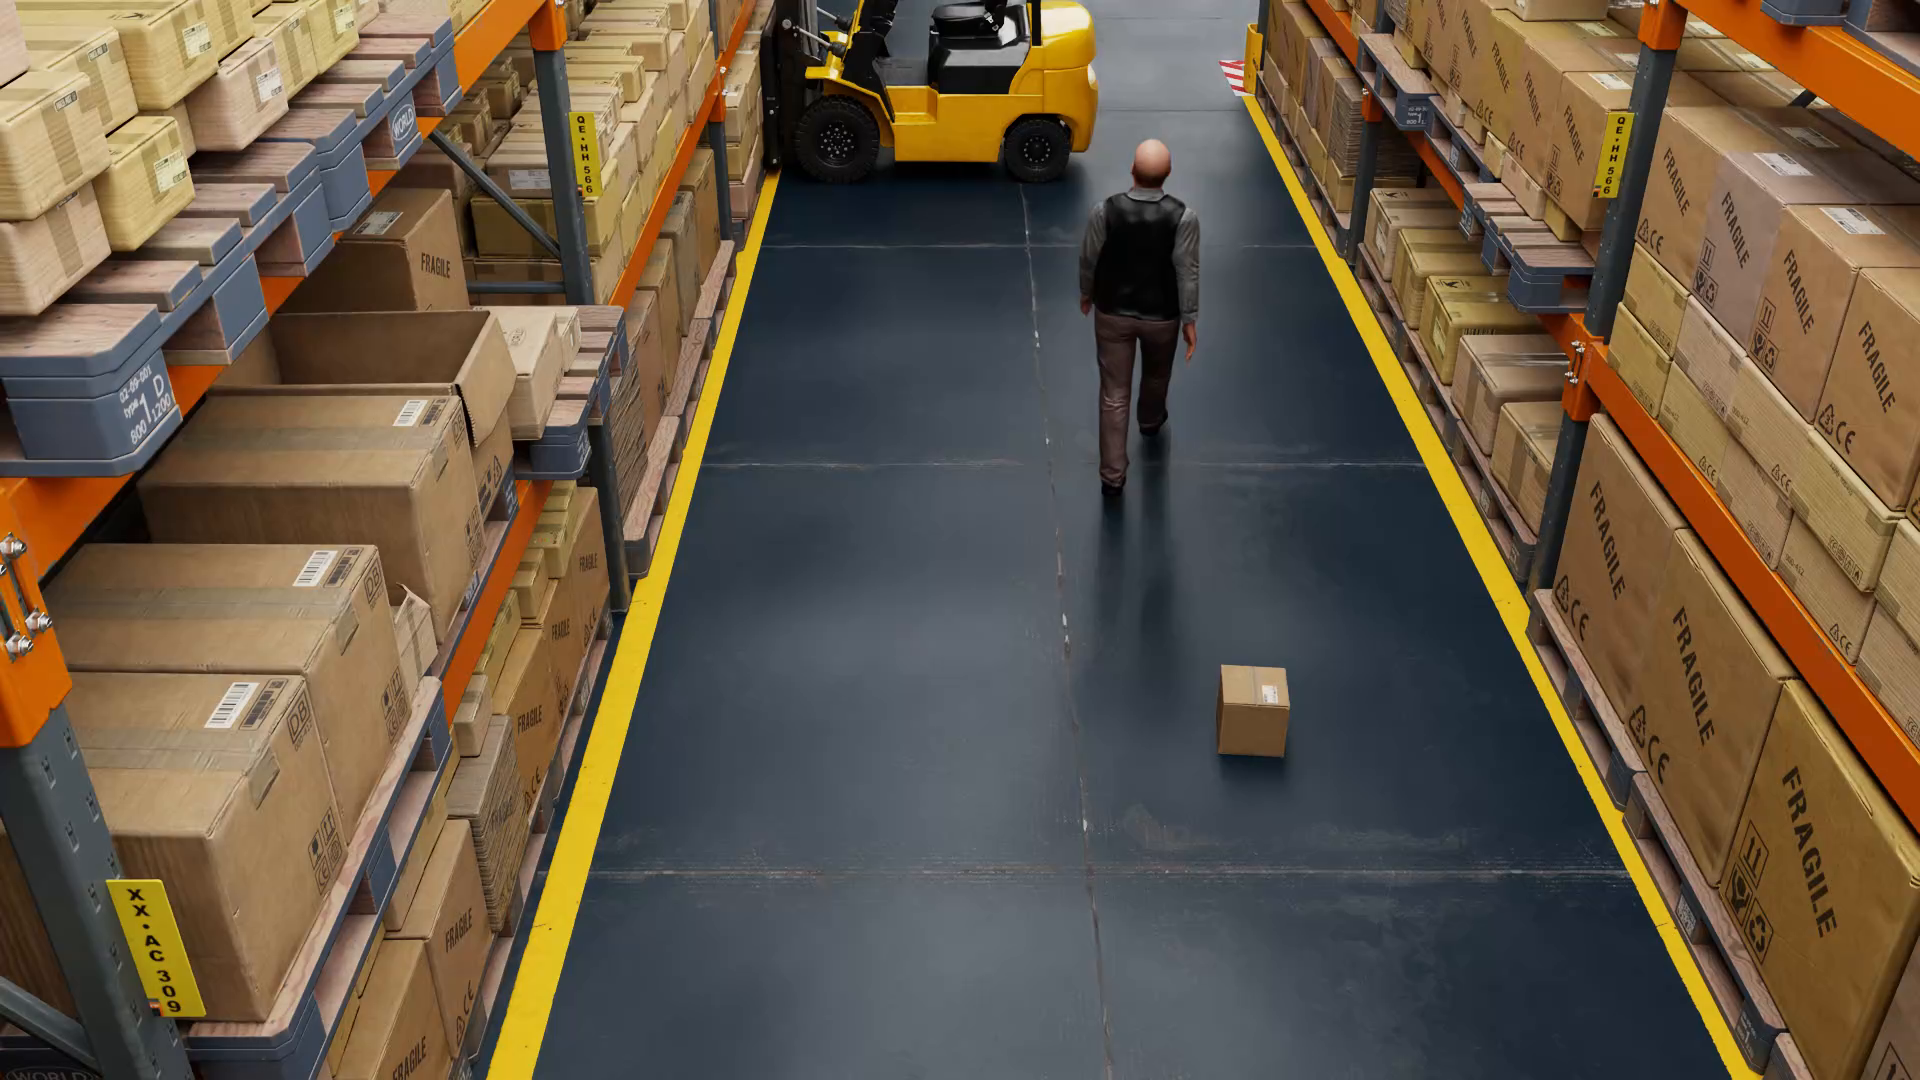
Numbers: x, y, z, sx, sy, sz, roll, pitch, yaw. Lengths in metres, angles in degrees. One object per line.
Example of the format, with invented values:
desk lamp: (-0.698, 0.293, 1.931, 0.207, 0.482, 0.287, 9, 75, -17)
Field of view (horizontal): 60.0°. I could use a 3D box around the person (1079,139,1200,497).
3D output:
person: (0.853, -1.141, 8.007, 0.575, 1.663, 1.015, 3, 31, 5)
